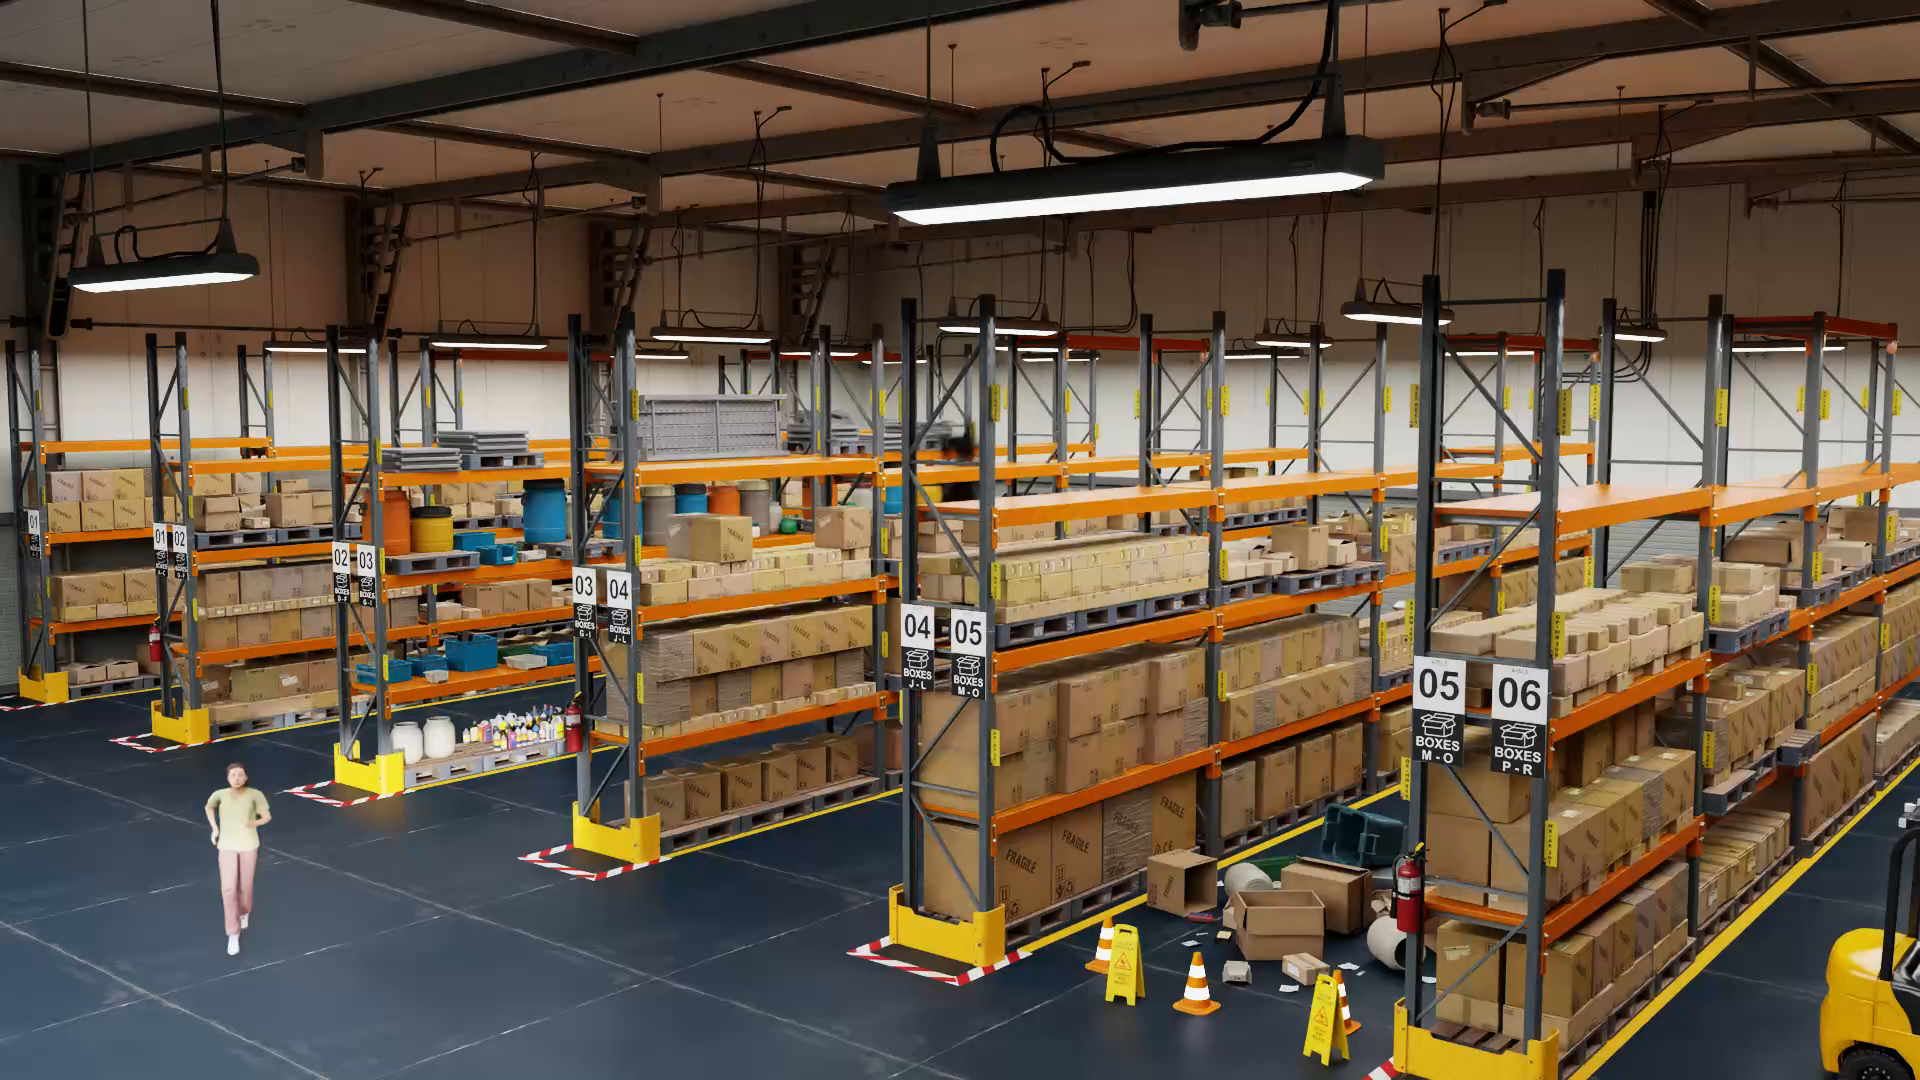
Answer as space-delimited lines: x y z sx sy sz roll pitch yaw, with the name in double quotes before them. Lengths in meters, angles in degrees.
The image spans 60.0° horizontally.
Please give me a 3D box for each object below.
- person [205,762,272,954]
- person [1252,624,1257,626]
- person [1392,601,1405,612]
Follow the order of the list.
"person" -6.761 2.924 15.617 0.566 1.721 0.845 -2 6 -24
"person" 4.175 2.036 23.331 0.699 1.723 0.560 5 7 44
"person" 7.238 1.864 27.168 0.652 1.742 0.672 -5 7 -42
